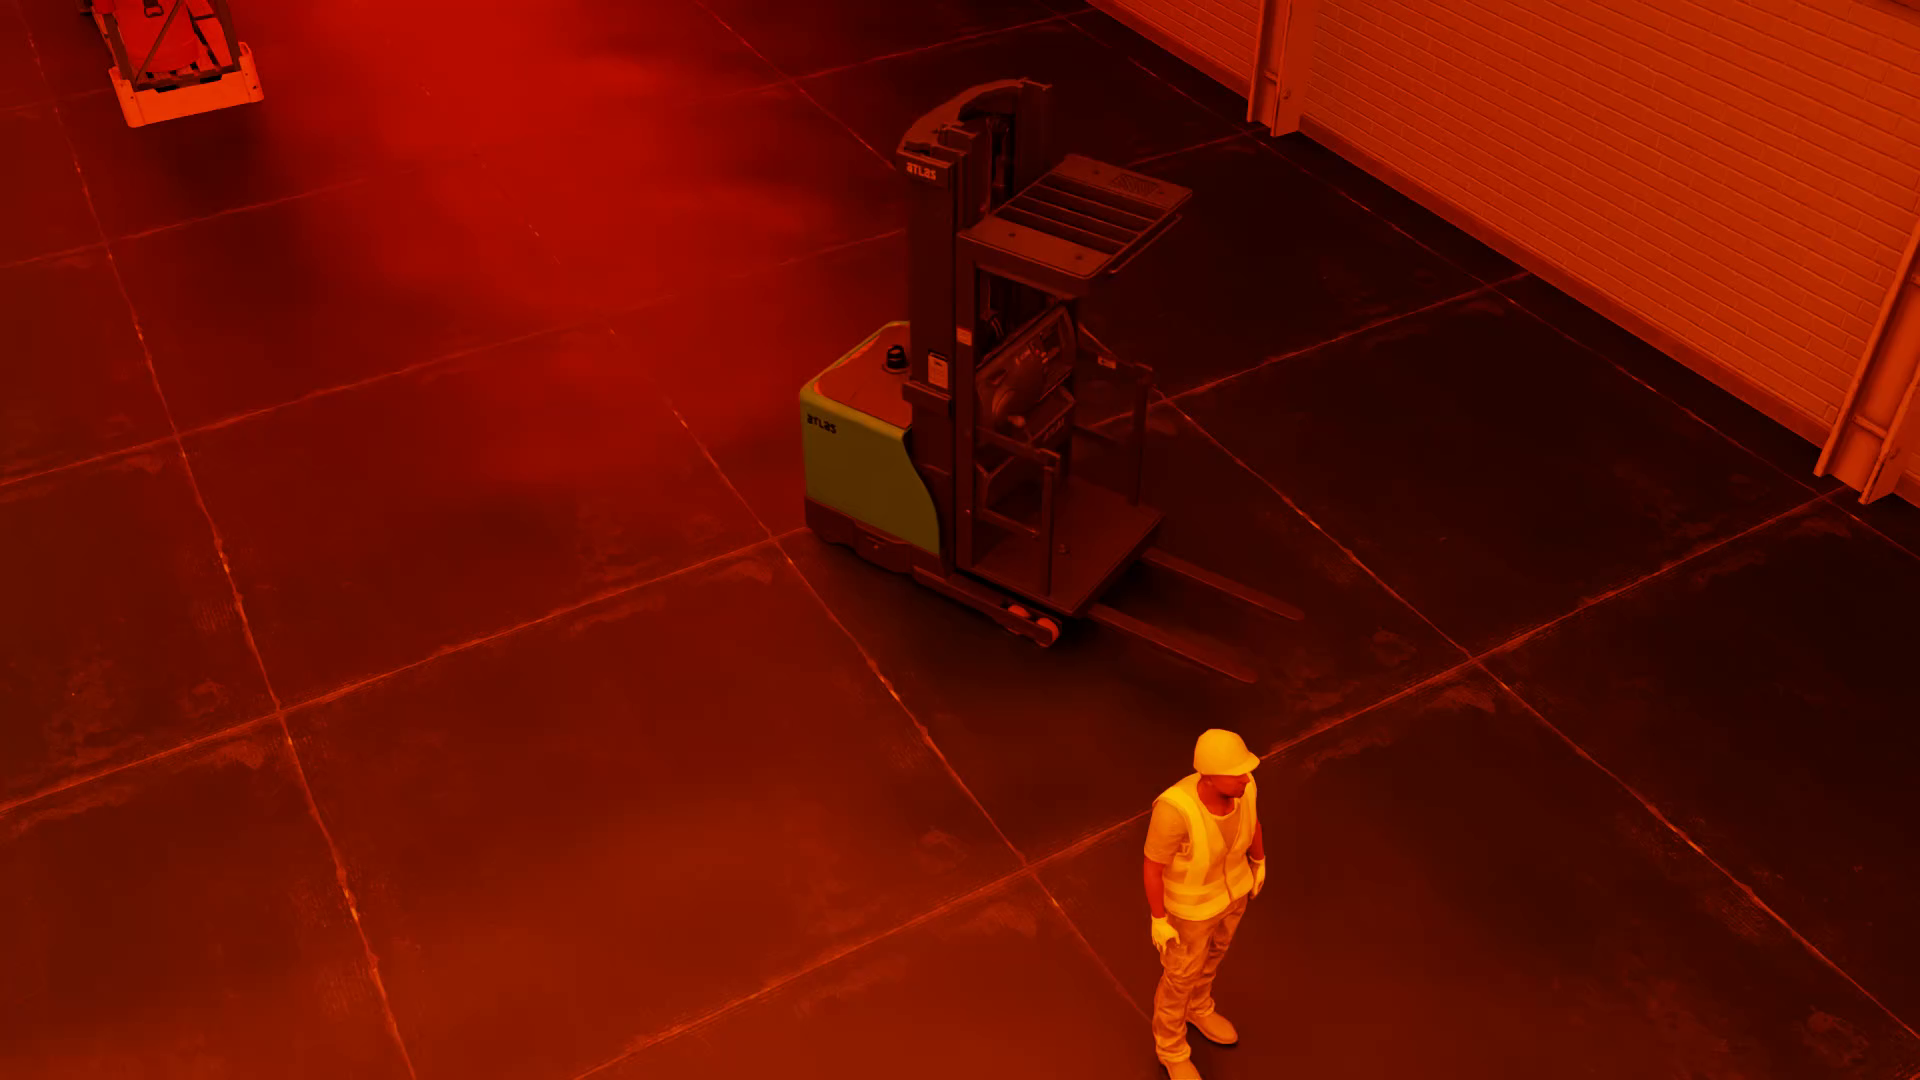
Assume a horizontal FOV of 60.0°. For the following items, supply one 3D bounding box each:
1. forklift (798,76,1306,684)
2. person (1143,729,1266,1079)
[{"bbox_3d":[0.539,-0.901,9.123,3.031,2.935,1.130,24,45,26],"label":"forklift"},{"bbox_3d":[1.091,1.547,7.064,0.655,1.779,0.572,-26,46,-28],"label":"person"}]
